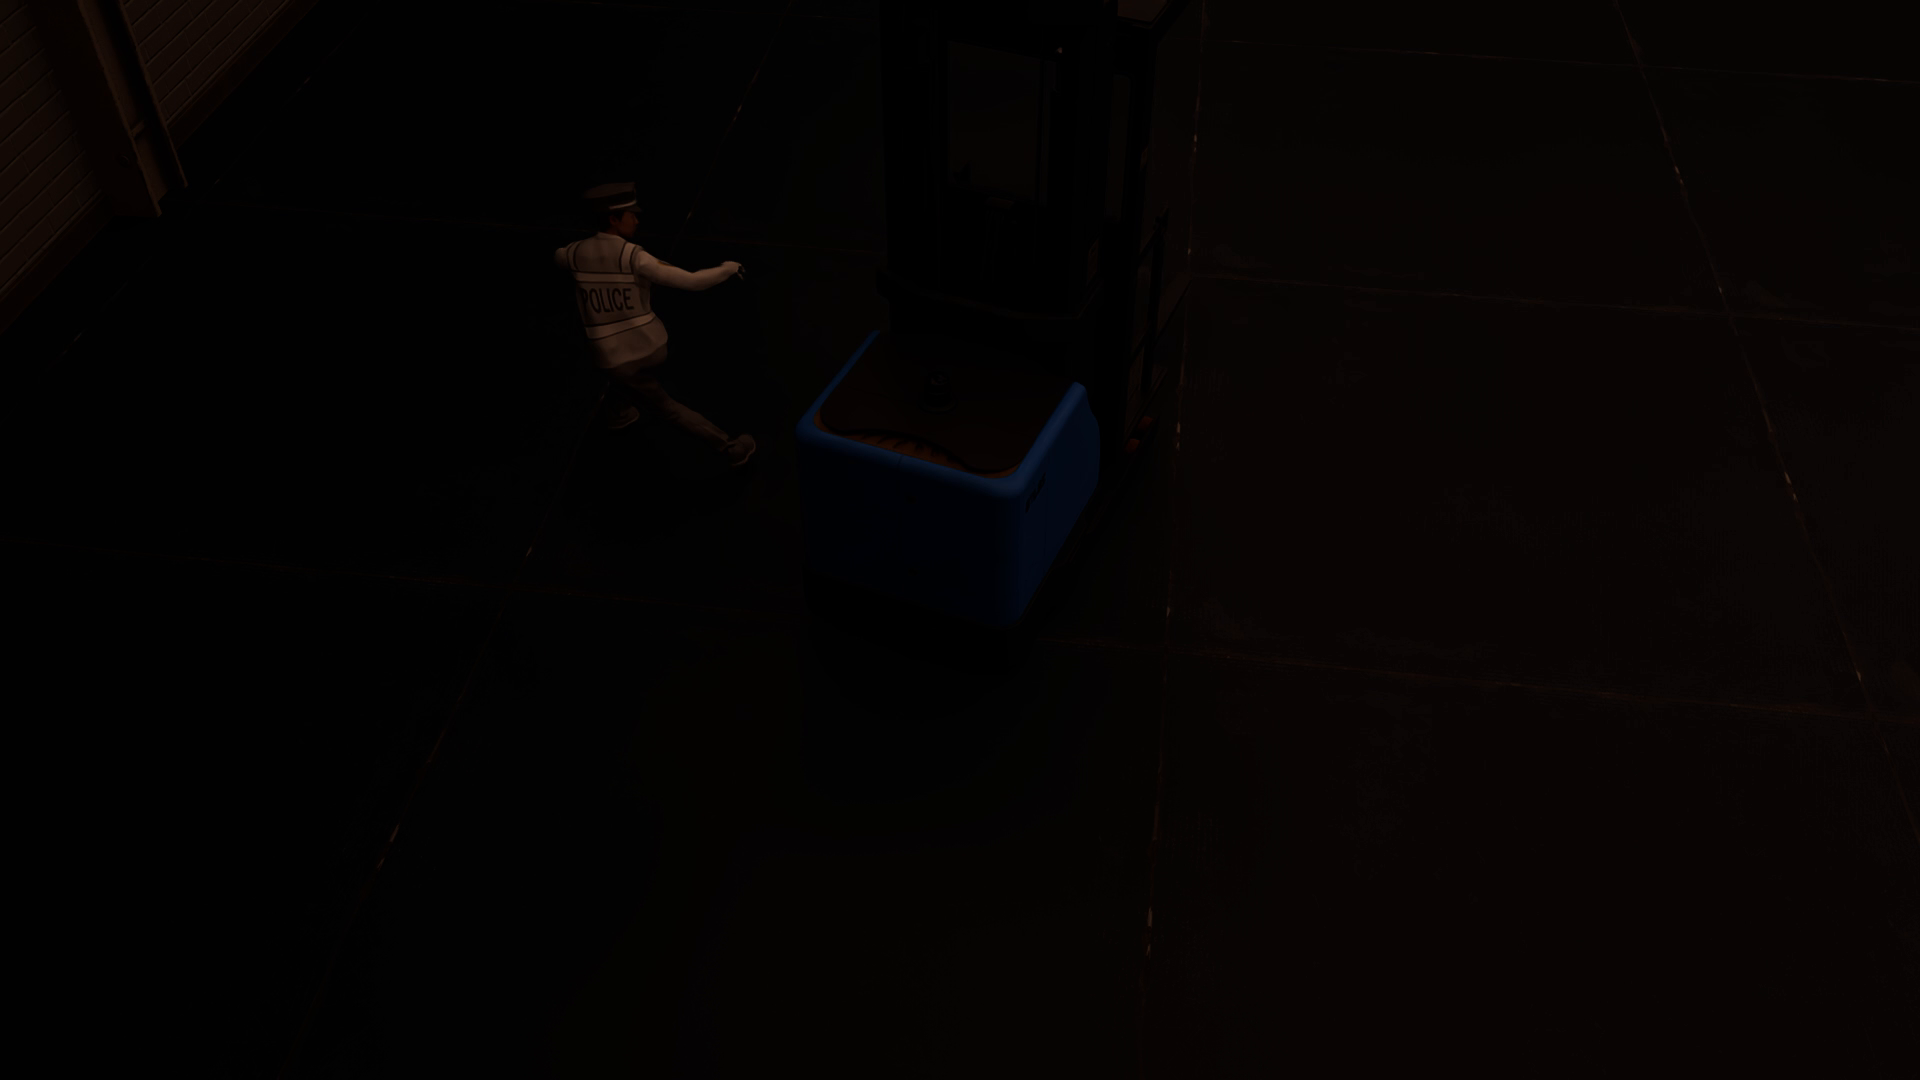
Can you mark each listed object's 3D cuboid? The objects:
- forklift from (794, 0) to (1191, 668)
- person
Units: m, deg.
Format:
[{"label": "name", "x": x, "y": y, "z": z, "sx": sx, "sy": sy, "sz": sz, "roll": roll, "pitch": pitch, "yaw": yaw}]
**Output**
[{"label": "forklift", "x": 0.355, "y": -1.529, "z": 7.389, "sx": 1.130, "sy": 2.935, "sz": 3.031, "roll": 17, "pitch": 45, "yaw": 17}, {"label": "person", "x": -1.451, "y": -1.070, "z": 8.013, "sx": 0.857, "sy": 1.472, "sz": 1.034, "roll": -12, "pitch": 44, "yaw": -13}]
